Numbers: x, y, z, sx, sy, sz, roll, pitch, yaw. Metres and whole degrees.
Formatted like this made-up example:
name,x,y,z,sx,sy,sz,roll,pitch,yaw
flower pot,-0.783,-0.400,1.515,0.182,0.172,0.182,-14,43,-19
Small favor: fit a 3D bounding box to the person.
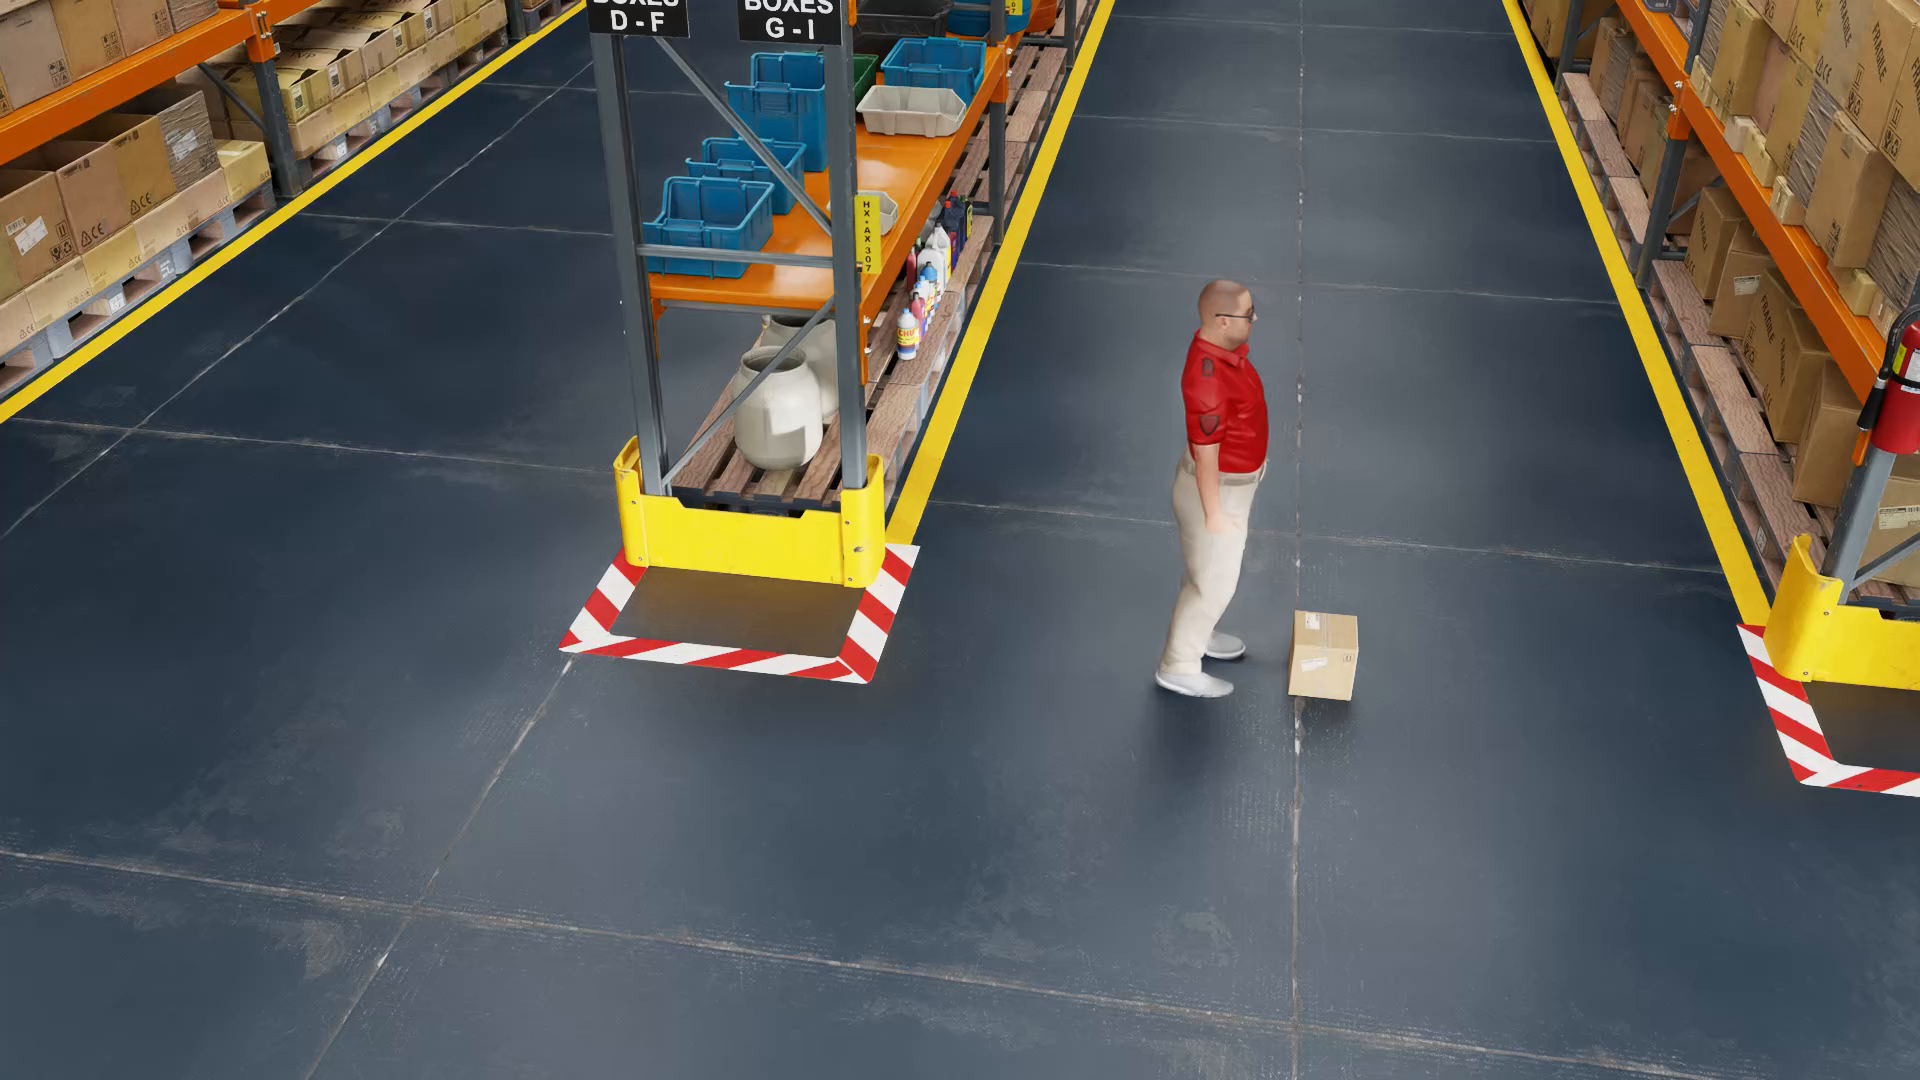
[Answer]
name,x,y,z,sx,sy,sz,roll,pitch,yaw
person,1.012,-0.196,6.498,0.360,1.746,0.526,6,33,9
